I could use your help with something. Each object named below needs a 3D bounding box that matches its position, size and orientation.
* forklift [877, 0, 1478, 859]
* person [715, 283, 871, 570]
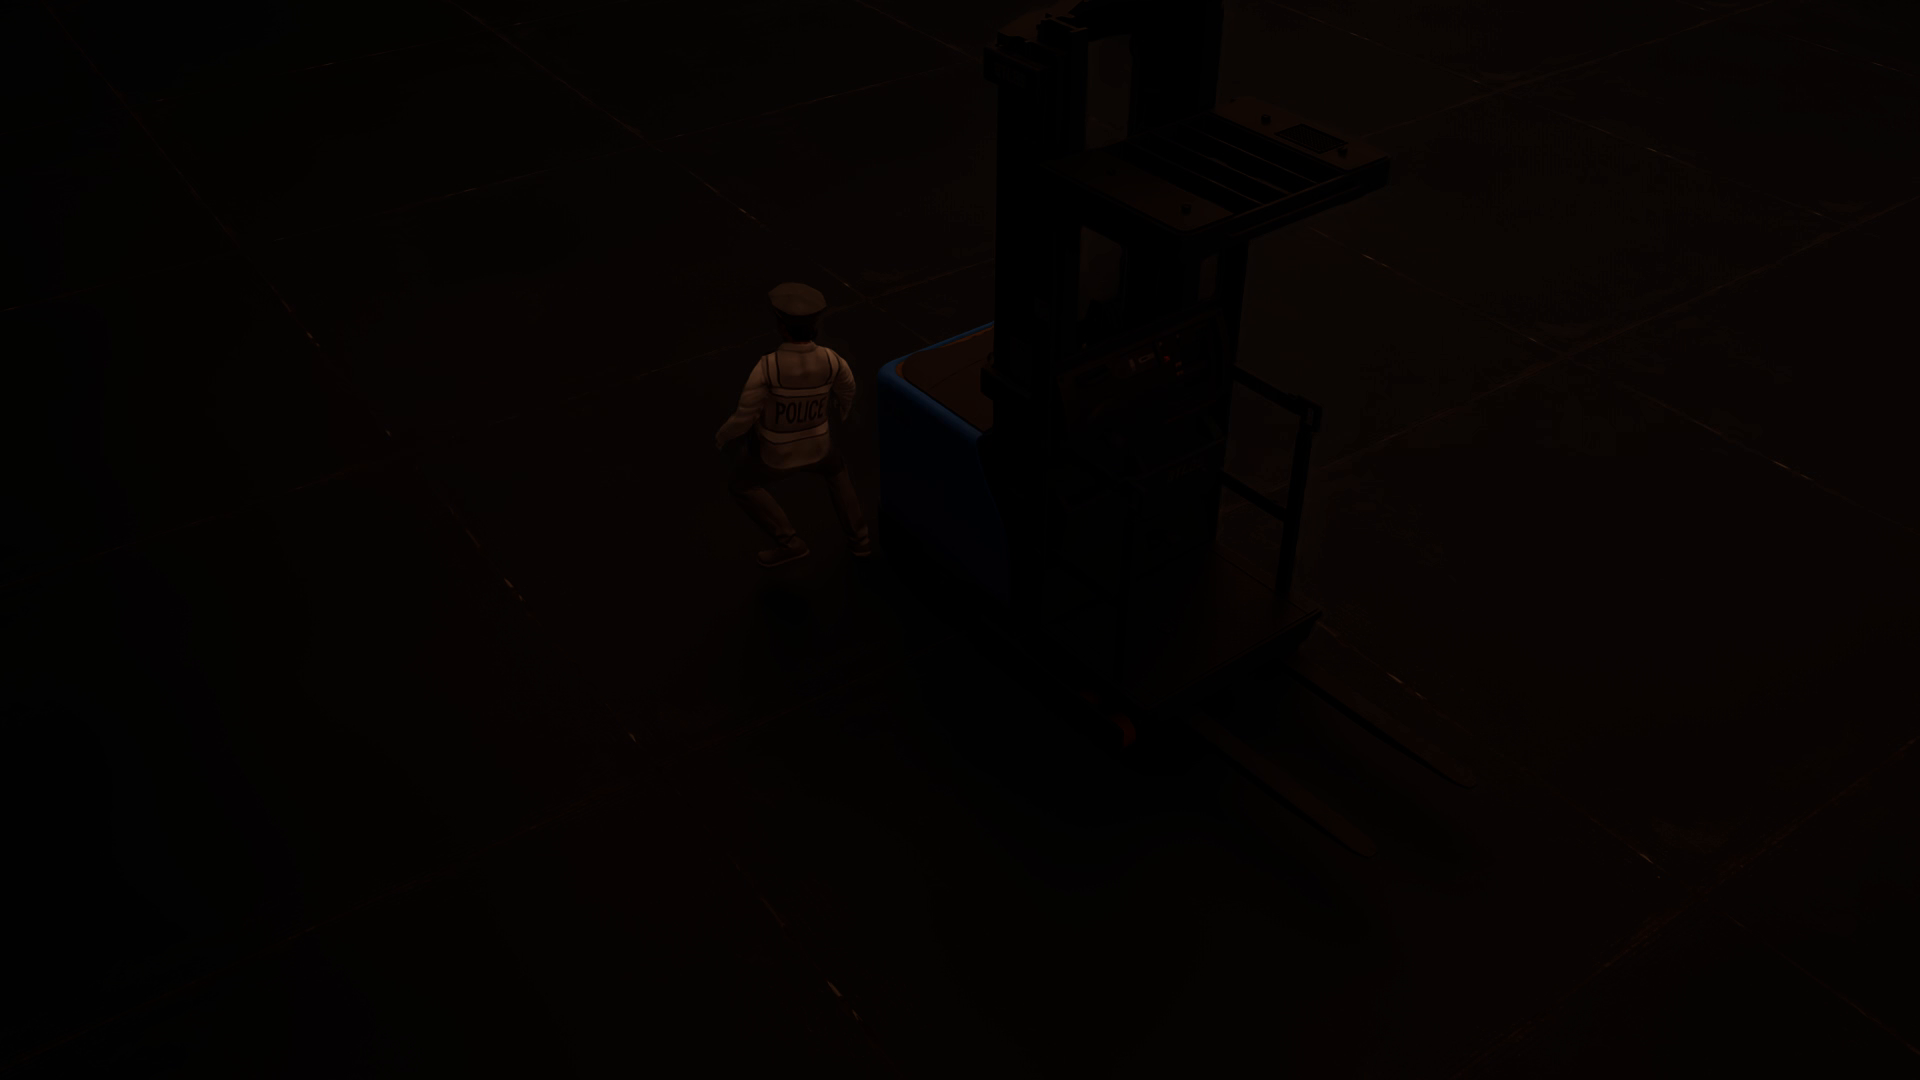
[{"bbox_3d":[0.900,-0.607,6.766,1.130,2.935,3.031,-25,43,-30],"label":"forklift"},{"bbox_3d":[-0.778,-0.486,7.817,0.721,1.598,0.490,-15,39,-20],"label":"person"}]
